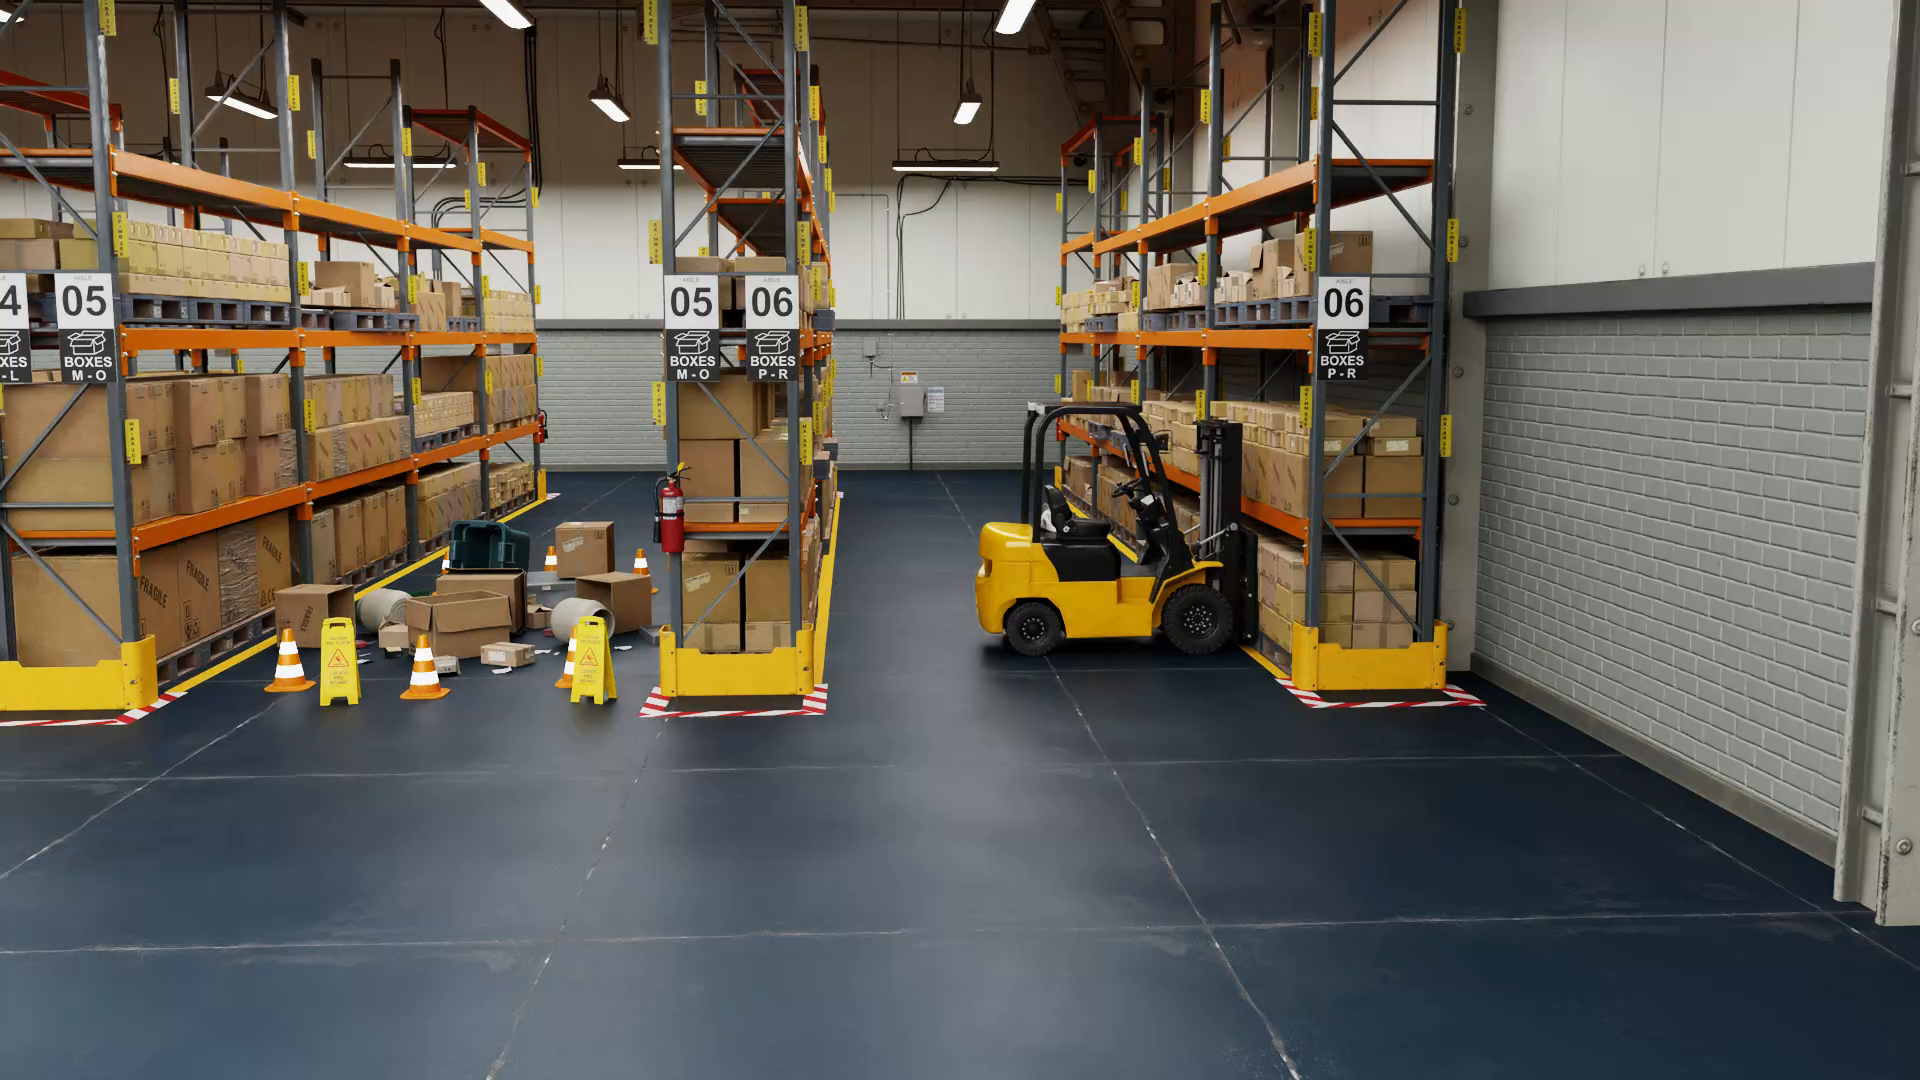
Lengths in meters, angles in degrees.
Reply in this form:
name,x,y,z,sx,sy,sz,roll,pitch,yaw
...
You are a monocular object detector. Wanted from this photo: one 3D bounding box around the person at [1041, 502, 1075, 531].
name,x,y,z,sx,sy,sz,roll,pitch,yaw
person,1.023,0.129,17.438,0.469,1.003,0.932,-1,7,-6
